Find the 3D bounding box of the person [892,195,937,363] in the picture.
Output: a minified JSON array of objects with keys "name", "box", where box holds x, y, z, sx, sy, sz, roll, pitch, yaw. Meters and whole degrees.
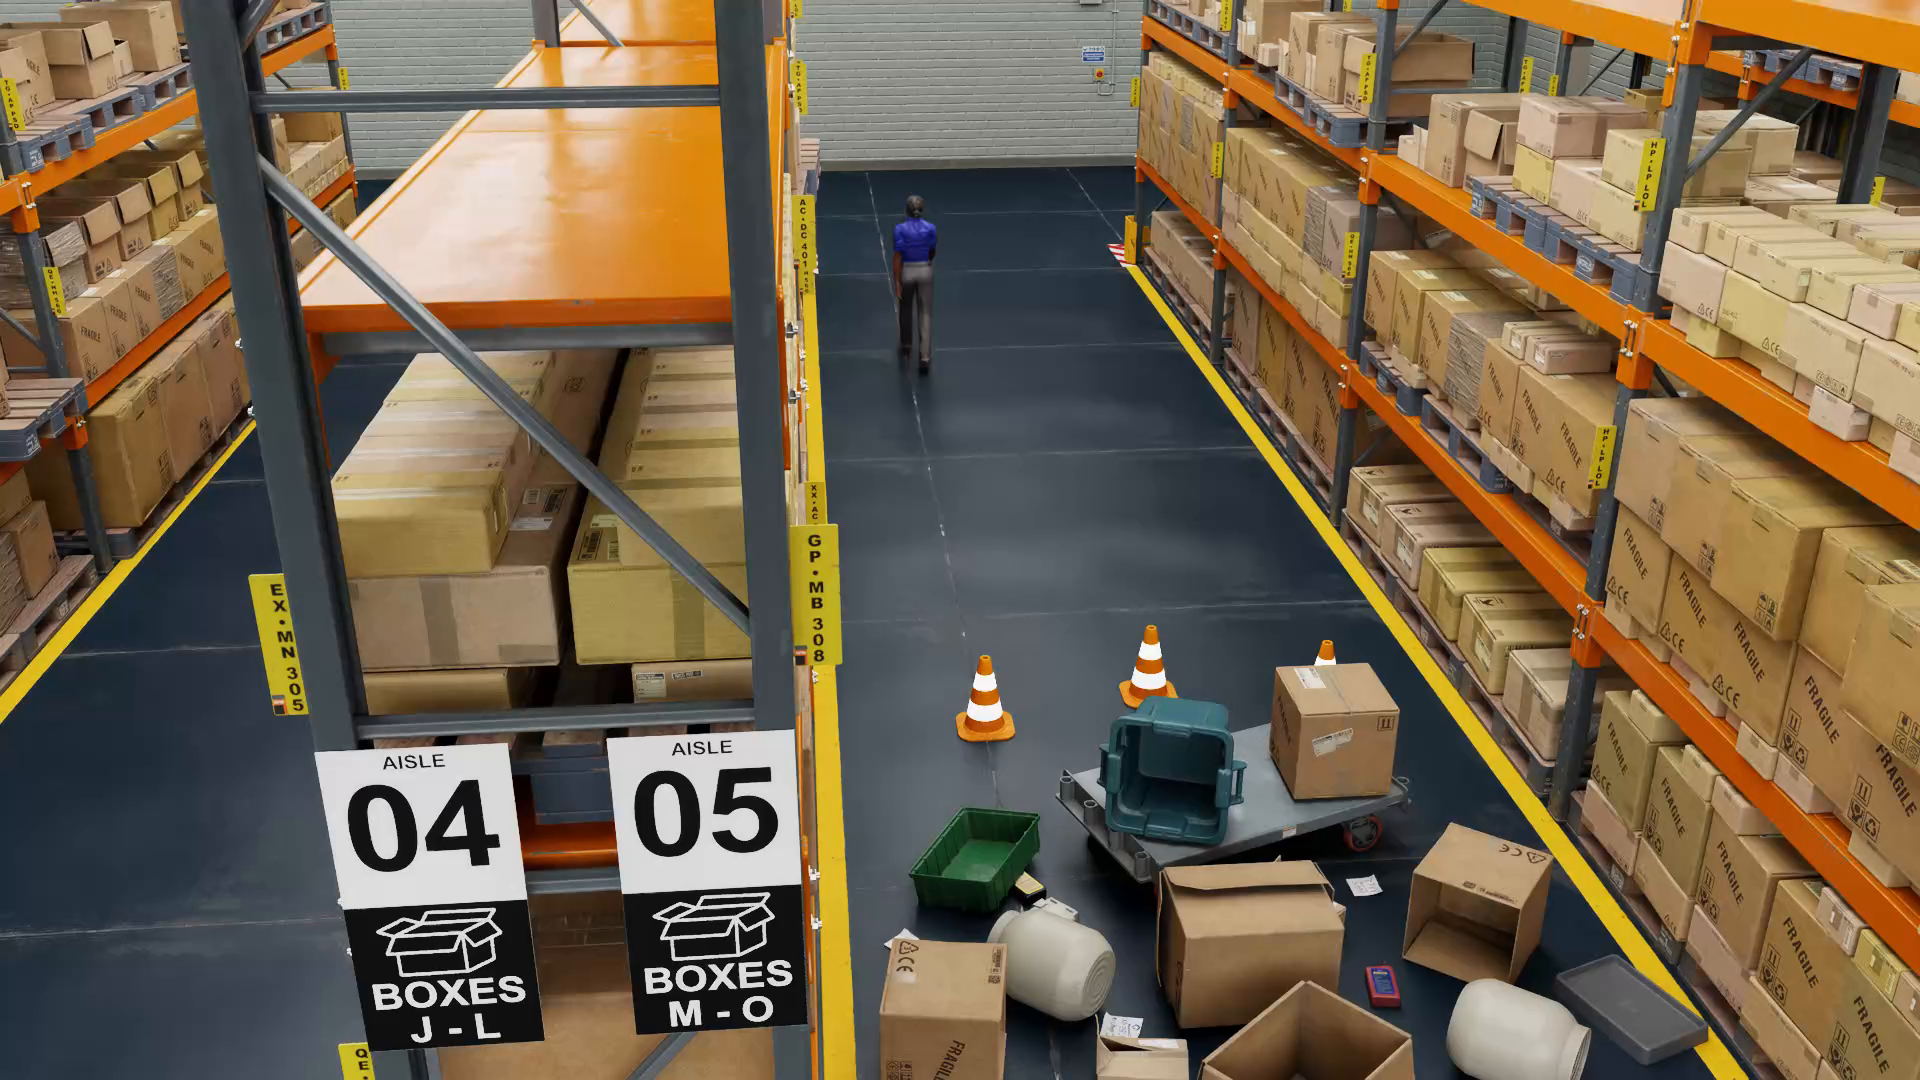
[{"name":"person","box":[-0.436,-2.548,16.087,0.430,1.582,1.037,-1,24,-2]}]
